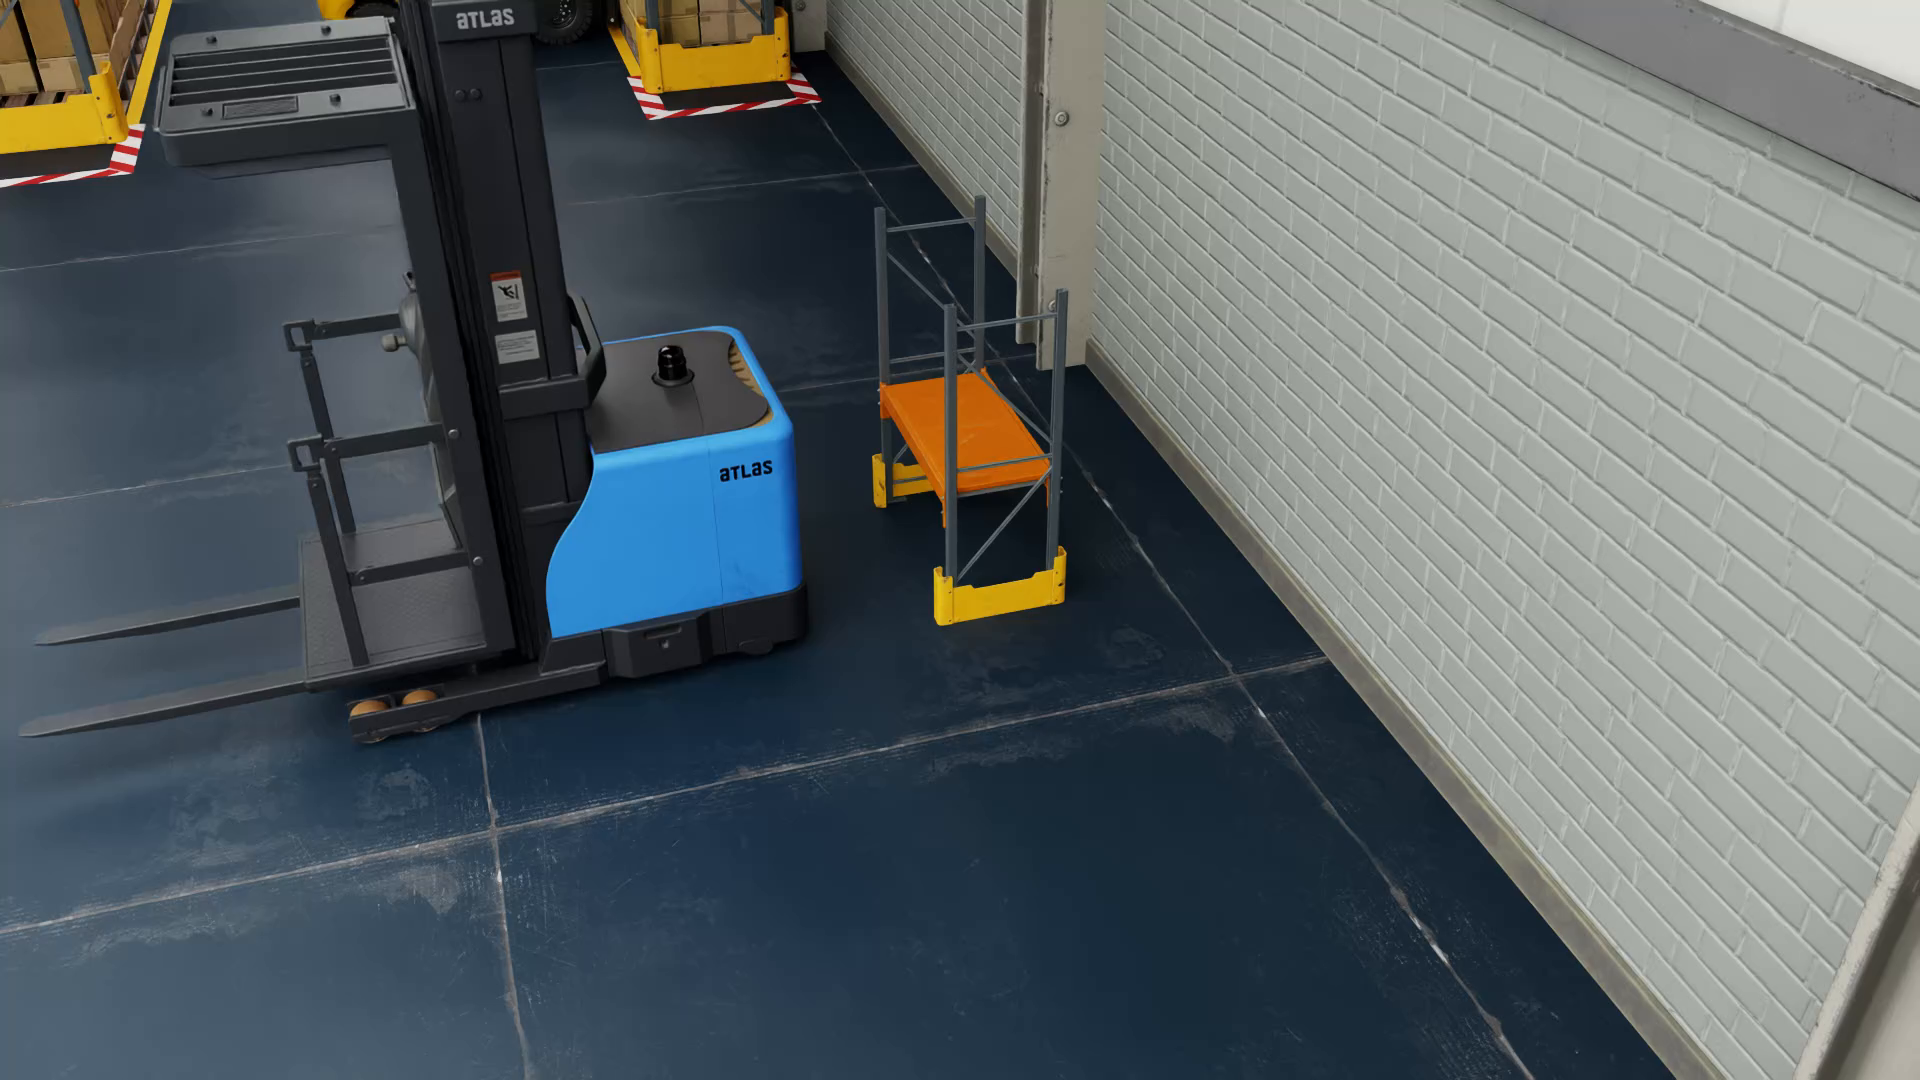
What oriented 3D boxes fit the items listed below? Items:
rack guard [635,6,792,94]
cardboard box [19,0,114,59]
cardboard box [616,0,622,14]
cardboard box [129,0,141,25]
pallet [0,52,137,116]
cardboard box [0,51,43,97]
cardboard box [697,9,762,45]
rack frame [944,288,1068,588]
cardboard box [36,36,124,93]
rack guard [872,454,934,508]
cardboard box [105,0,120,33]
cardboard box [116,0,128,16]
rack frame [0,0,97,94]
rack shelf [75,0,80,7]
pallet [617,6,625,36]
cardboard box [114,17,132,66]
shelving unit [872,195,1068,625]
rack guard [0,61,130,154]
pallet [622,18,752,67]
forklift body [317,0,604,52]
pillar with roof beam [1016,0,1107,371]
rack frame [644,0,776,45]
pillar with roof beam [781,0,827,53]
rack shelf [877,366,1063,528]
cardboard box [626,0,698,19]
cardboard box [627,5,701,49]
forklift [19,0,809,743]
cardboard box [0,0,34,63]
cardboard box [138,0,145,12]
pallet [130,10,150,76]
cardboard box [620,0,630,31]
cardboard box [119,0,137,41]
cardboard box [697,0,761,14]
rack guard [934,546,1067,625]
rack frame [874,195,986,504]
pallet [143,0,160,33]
[{"bbox_3d":[-1.947,-3.891,13.185,1.175,0.500,0.348,-10,35,-15],"label":"rack guard"},{"bbox_3d":[-6.671,-3.933,12.415,0.500,0.500,0.500,-11,35,-16],"label":"cardboard box"},{"bbox_3d":[-2.685,-4.695,14.248,0.500,0.250,0.500,-10,35,-14],"label":"cardboard box"},{"bbox_3d":[-7.142,-4.427,13.843,0.500,0.250,0.500,-9,35,-14],"label":"cardboard box"},{"bbox_3d":[-6.918,-3.419,12.733,1.003,0.211,1.213,-10,35,-15],"label":"pallet"},{"bbox_3d":[-7.190,-3.530,12.484,0.500,0.250,0.500,-10,35,-15],"label":"cardboard box"},{"bbox_3d":[-1.918,-4.266,13.598,0.500,0.250,0.500,-10,35,-15],"label":"cardboard box"},{"bbox_3d":[0.181,-0.314,6.865,0.500,1.500,0.032,-10,35,-15],"label":"rack frame"},{"bbox_3d":[-6.663,-3.608,12.603,0.500,0.250,0.500,-10,35,-15],"label":"cardboard box"},{"bbox_3d":[-0.129,-0.326,8.016,0.587,0.250,0.087,-10,35,-15],"label":"rack guard"},{"bbox_3d":[-6.835,-4.207,12.829,0.500,0.500,0.500,-11,35,-17],"label":"cardboard box"},{"bbox_3d":[-6.980,-4.472,13.230,0.500,0.500,0.500,-9,35,-14],"label":"cardboard box"},{"bbox_3d":[-6.680,-4.110,11.249,1.000,3.000,0.127,-10,35,-15],"label":"rack frame"},{"bbox_3d":[-7.290,-4.860,13.037,1.077,0.370,4.000,-10,35,-15],"label":"rack shelf"},{"bbox_3d":[-2.596,-4.817,14.849,1.003,0.211,1.213,-10,35,-15],"label":"pallet"},{"bbox_3d":[-6.812,-3.877,13.010,0.500,0.250,0.500,-9,34,-13],"label":"cardboard box"},{"bbox_3d":[0.023,-0.586,7.276,0.587,1.500,1.083,-10,35,-15],"label":"shelving unit"},{"bbox_3d":[-6.704,-3.107,11.999,1.175,0.500,0.348,-10,35,-15],"label":"rack guard"},{"bbox_3d":[-2.228,-4.178,13.881,1.003,0.211,1.213,-10,35,-15],"label":"pallet"},{"bbox_3d":[-4.270,-5.281,13.792,2.313,2.155,1.214,-10,35,-15],"label":"forklift body"},{"bbox_3d":[-3.578,-4.093,5.781,9.100,9.000,0.400,-10,35,-15],"label":"pillar with roof beam"},{"bbox_3d":[-1.954,-4.947,12.515,1.000,3.000,0.127,-10,35,-15],"label":"rack frame"},{"bbox_3d":[-5.408,-7.243,10.548,9.100,9.000,0.400,-10,35,-15],"label":"pillar with roof beam"},{"bbox_3d":[0.026,-0.431,7.368,0.538,0.185,1.000,-10,35,-15],"label":"rack shelf"},{"bbox_3d":[-2.401,-4.386,13.327,0.500,0.250,0.500,-10,35,-15],"label":"cardboard box"},{"bbox_3d":[-2.399,-4.168,13.451,0.500,0.250,0.500,-10,35,-14],"label":"cardboard box"},{"bbox_3d":[-2.214,-0.754,6.232,3.031,2.935,1.130,-11,35,-16],"label":"forklift"},{"bbox_3d":[-7.173,-3.828,12.255,0.500,0.500,0.500,-10,35,-14],"label":"cardboard box"},{"bbox_3d":[-7.292,-4.695,14.248,0.500,0.250,0.500,-11,35,-16],"label":"cardboard box"},{"bbox_3d":[-7.286,-4.059,13.700,1.003,0.211,1.213,-10,35,-15],"label":"pallet"},{"bbox_3d":[-2.541,-4.431,13.848,0.500,0.250,0.500,-10,35,-15],"label":"cardboard box"},{"bbox_3d":[-6.990,-4.162,13.441,0.500,0.250,0.500,-8,34,-12],"label":"cardboard box"},{"bbox_3d":[-1.900,-4.465,13.446,0.500,0.250,0.500,-9,35,-14],"label":"cardboard box"},{"bbox_3d":[0.175,0.197,7.225,0.587,0.250,0.087,-10,35,-15],"label":"rack guard"},{"bbox_3d":[-0.129,-0.848,7.673,0.500,1.500,0.032,-10,35,-15],"label":"rack frame"},{"bbox_3d":[-7.662,-4.700,14.672,1.003,0.211,1.213,-10,35,-15],"label":"pallet"}]
